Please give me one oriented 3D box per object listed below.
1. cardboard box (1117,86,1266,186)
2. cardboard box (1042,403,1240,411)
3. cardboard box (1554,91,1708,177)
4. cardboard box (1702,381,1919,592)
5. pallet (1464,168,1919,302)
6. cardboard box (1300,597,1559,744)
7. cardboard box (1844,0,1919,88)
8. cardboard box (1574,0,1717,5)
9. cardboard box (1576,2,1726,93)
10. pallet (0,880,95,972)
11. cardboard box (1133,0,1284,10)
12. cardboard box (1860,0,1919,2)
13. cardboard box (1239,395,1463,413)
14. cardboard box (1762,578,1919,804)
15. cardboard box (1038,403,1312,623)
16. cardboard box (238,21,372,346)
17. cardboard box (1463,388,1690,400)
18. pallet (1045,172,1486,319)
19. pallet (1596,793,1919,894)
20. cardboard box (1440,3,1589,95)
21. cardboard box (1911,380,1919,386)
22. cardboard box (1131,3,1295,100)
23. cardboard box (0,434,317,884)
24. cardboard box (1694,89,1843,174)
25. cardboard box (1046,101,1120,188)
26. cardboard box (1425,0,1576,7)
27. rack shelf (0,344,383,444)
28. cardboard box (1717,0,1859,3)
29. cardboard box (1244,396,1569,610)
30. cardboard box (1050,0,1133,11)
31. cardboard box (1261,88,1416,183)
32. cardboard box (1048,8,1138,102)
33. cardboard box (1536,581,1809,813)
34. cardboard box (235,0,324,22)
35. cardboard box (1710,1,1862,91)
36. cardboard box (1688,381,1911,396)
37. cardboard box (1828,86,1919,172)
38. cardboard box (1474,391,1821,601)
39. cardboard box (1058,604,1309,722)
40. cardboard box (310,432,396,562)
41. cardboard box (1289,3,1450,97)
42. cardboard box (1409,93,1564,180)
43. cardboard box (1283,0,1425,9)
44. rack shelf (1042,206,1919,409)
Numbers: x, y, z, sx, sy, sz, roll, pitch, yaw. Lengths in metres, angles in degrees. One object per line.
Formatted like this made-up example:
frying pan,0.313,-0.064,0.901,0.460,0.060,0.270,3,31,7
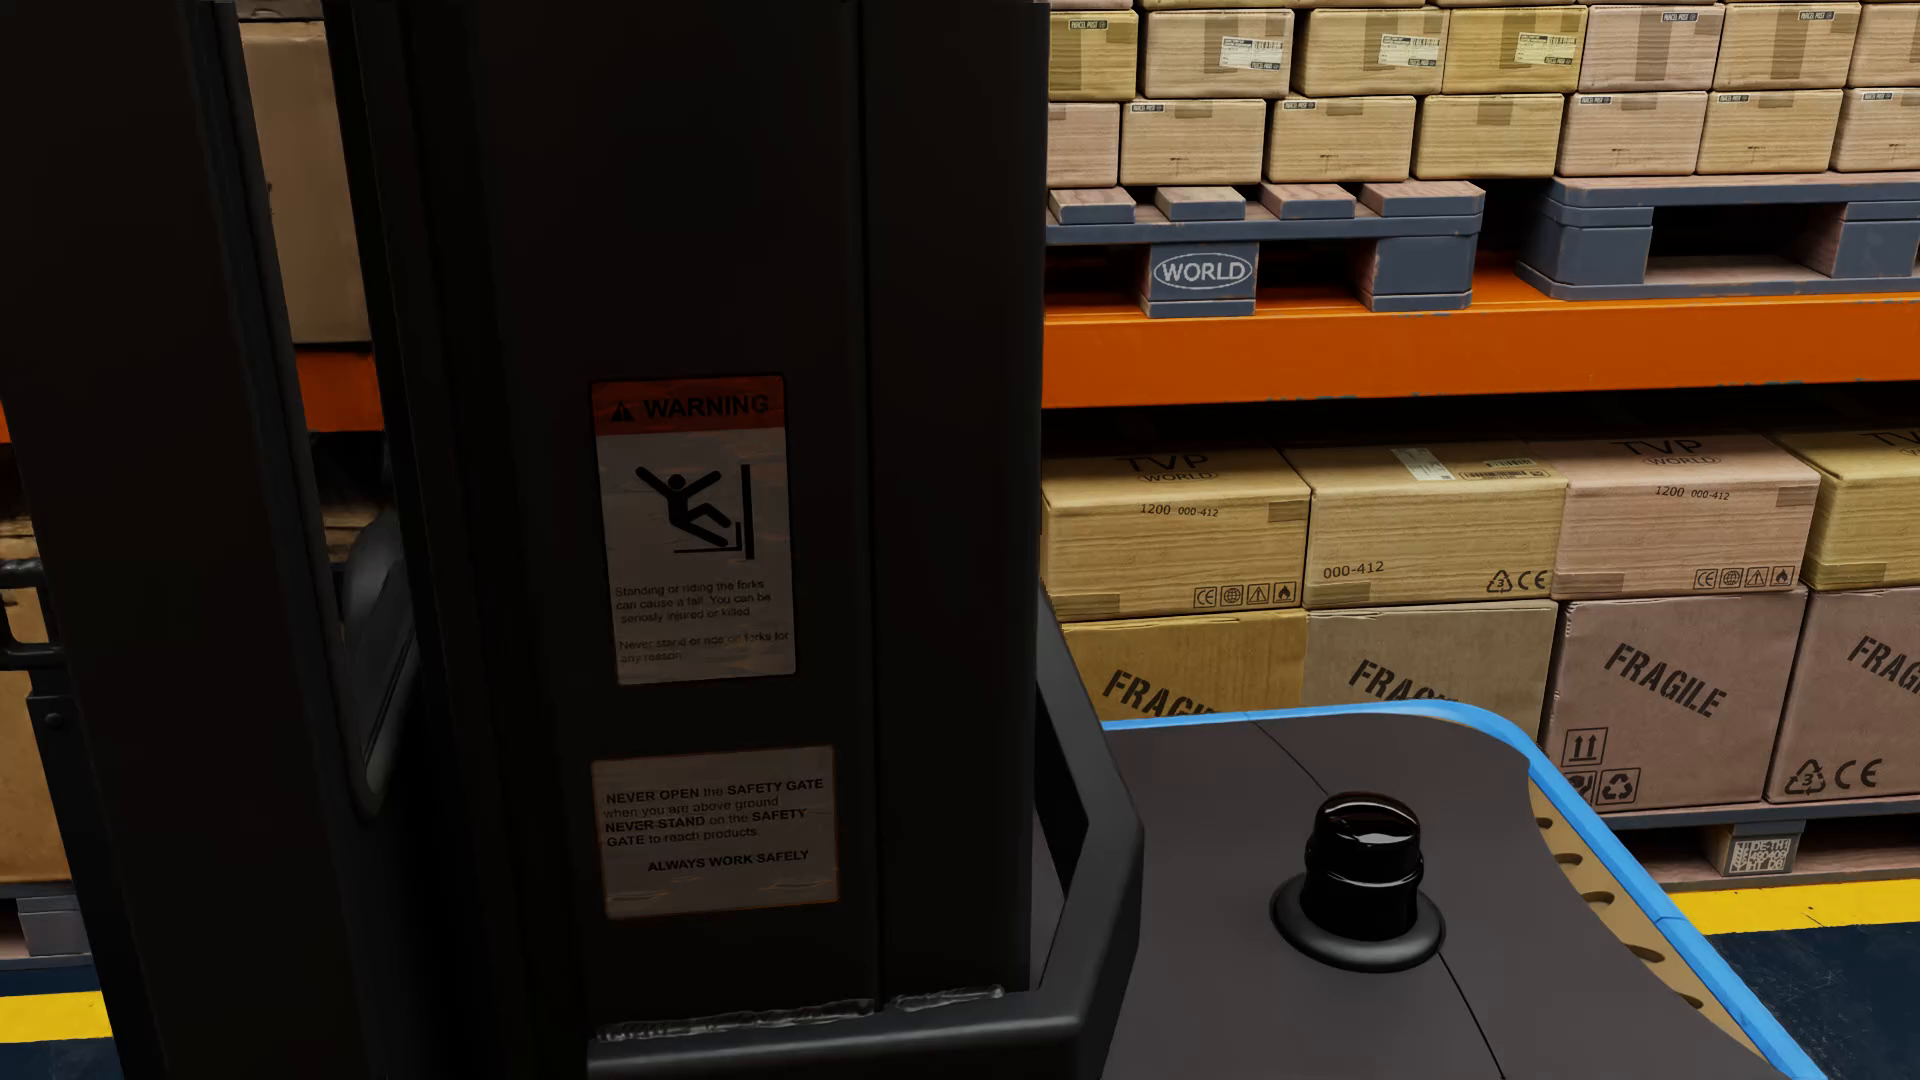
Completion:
cardboard box,0.399,-0.770,3.082,0.250,0.149,0.380,-1,24,-3
cardboard box,0.322,-0.272,3.806,0.500,0.250,0.500,-3,24,-6
cardboard box,1.201,-0.804,3.159,0.250,0.149,0.380,-2,24,-3
cardboard box,1.894,-0.124,3.474,0.500,0.250,0.500,-3,24,-7
pallet,1.633,-0.754,3.490,1.213,0.211,1.003,-2,24,-5
cardboard box,0.896,0.257,3.538,0.500,0.500,0.500,-2,24,-5
cardboard box,1.717,-0.962,3.147,0.250,0.149,0.380,-1,24,-3
cardboard box,1.190,-1.077,3.040,0.250,0.149,0.380,-1,24,-3
cardboard box,1.202,-0.941,3.100,0.250,0.149,0.380,-2,24,-5
pallet,-2.336,0.576,3.693,1.213,0.211,1.003,-2,24,-5
cardboard box,0.413,-1.047,2.973,0.250,0.149,0.380,-3,24,-7
cardboard box,1.702,-1.097,3.085,0.250,0.149,0.380,-3,24,-6
cardboard box,0.823,-0.296,3.861,0.500,0.250,0.500,-2,24,-4
cardboard box,1.914,0.215,3.634,0.500,0.500,0.500,-3,24,-6
cardboard box,0.377,-0.068,3.348,0.500,0.250,0.500,-3,24,-8
cardboard box,-1.251,-0.646,2.888,0.500,0.500,0.500,-2,24,-5
cardboard box,1.331,-0.310,3.893,0.500,0.250,0.500,-2,24,-4
pallet,0.366,-0.730,3.436,1.003,0.211,1.213,-2,24,-5
pallet,1.656,0.450,3.978,1.213,0.211,1.003,-2,24,-5
cardboard box,0.954,-0.931,3.078,0.250,0.149,0.380,-2,24,-5
cardboard box,2.357,-0.353,3.989,0.500,0.250,0.500,-2,24,-4
cardboard box,0.438,-0.909,3.028,0.250,0.149,0.380,-1,24,-3
cardboard box,-1.818,0.114,3.553,0.750,0.750,1.050,-2,24,-4
cardboard box,1.451,-0.813,3.179,0.250,0.149,0.380,-2,24,-4
cardboard box,0.132,-0.760,3.058,0.250,0.149,0.380,-3,24,-6
cardboard box,0.921,-1.066,3.014,0.250,0.149,0.380,-3,24,-7
rack shelf,-2.323,-0.338,3.202,4.000,0.370,1.077,-2,24,-5
cardboard box,1.454,-1.089,3.066,0.250,0.149,0.380,-2,24,-4
cardboard box,0.882,-0.089,3.393,0.500,0.250,0.500,-3,24,-6
cardboard box,0.150,-1.036,2.947,0.250,0.149,0.380,-2,24,-5
cardboard box,0.668,-0.781,3.107,0.250,0.149,0.380,-1,24,-2
cardboard box,0.168,-0.897,3.002,0.250,0.149,0.380,-1,24,-3
cardboard box,1.406,0.235,3.589,0.500,0.500,0.500,-3,24,-6
cardboard box,-1.284,-1.214,2.935,0.500,0.500,0.700,-3,24,-6
cardboard box,1.449,-0.949,3.119,0.250,0.149,0.380,-3,24,-6
cardboard box,1.849,-0.335,3.947,0.500,0.250,0.500,-1,24,-3
cardboard box,1.710,-0.823,3.201,0.250,0.149,0.380,-3,24,-7
cardboard box,1.375,-0.103,3.426,0.500,0.250,0.500,-2,24,-5
cardboard box,0.396,0.279,3.490,0.500,0.500,0.500,-3,24,-7
cardboard box,-0.948,0.078,3.635,0.750,0.750,1.050,-3,24,-6
cardboard box,0.703,-0.921,3.055,0.250,0.149,0.380,-3,24,-7
cardboard box,0.936,-0.793,3.133,0.250,0.149,0.380,-1,24,-3
cardboard box,0.658,-1.055,2.991,0.250,0.149,0.380,-2,24,-5
rack shelf,1.657,-0.497,3.562,4.000,0.370,1.077,-2,24,-5
